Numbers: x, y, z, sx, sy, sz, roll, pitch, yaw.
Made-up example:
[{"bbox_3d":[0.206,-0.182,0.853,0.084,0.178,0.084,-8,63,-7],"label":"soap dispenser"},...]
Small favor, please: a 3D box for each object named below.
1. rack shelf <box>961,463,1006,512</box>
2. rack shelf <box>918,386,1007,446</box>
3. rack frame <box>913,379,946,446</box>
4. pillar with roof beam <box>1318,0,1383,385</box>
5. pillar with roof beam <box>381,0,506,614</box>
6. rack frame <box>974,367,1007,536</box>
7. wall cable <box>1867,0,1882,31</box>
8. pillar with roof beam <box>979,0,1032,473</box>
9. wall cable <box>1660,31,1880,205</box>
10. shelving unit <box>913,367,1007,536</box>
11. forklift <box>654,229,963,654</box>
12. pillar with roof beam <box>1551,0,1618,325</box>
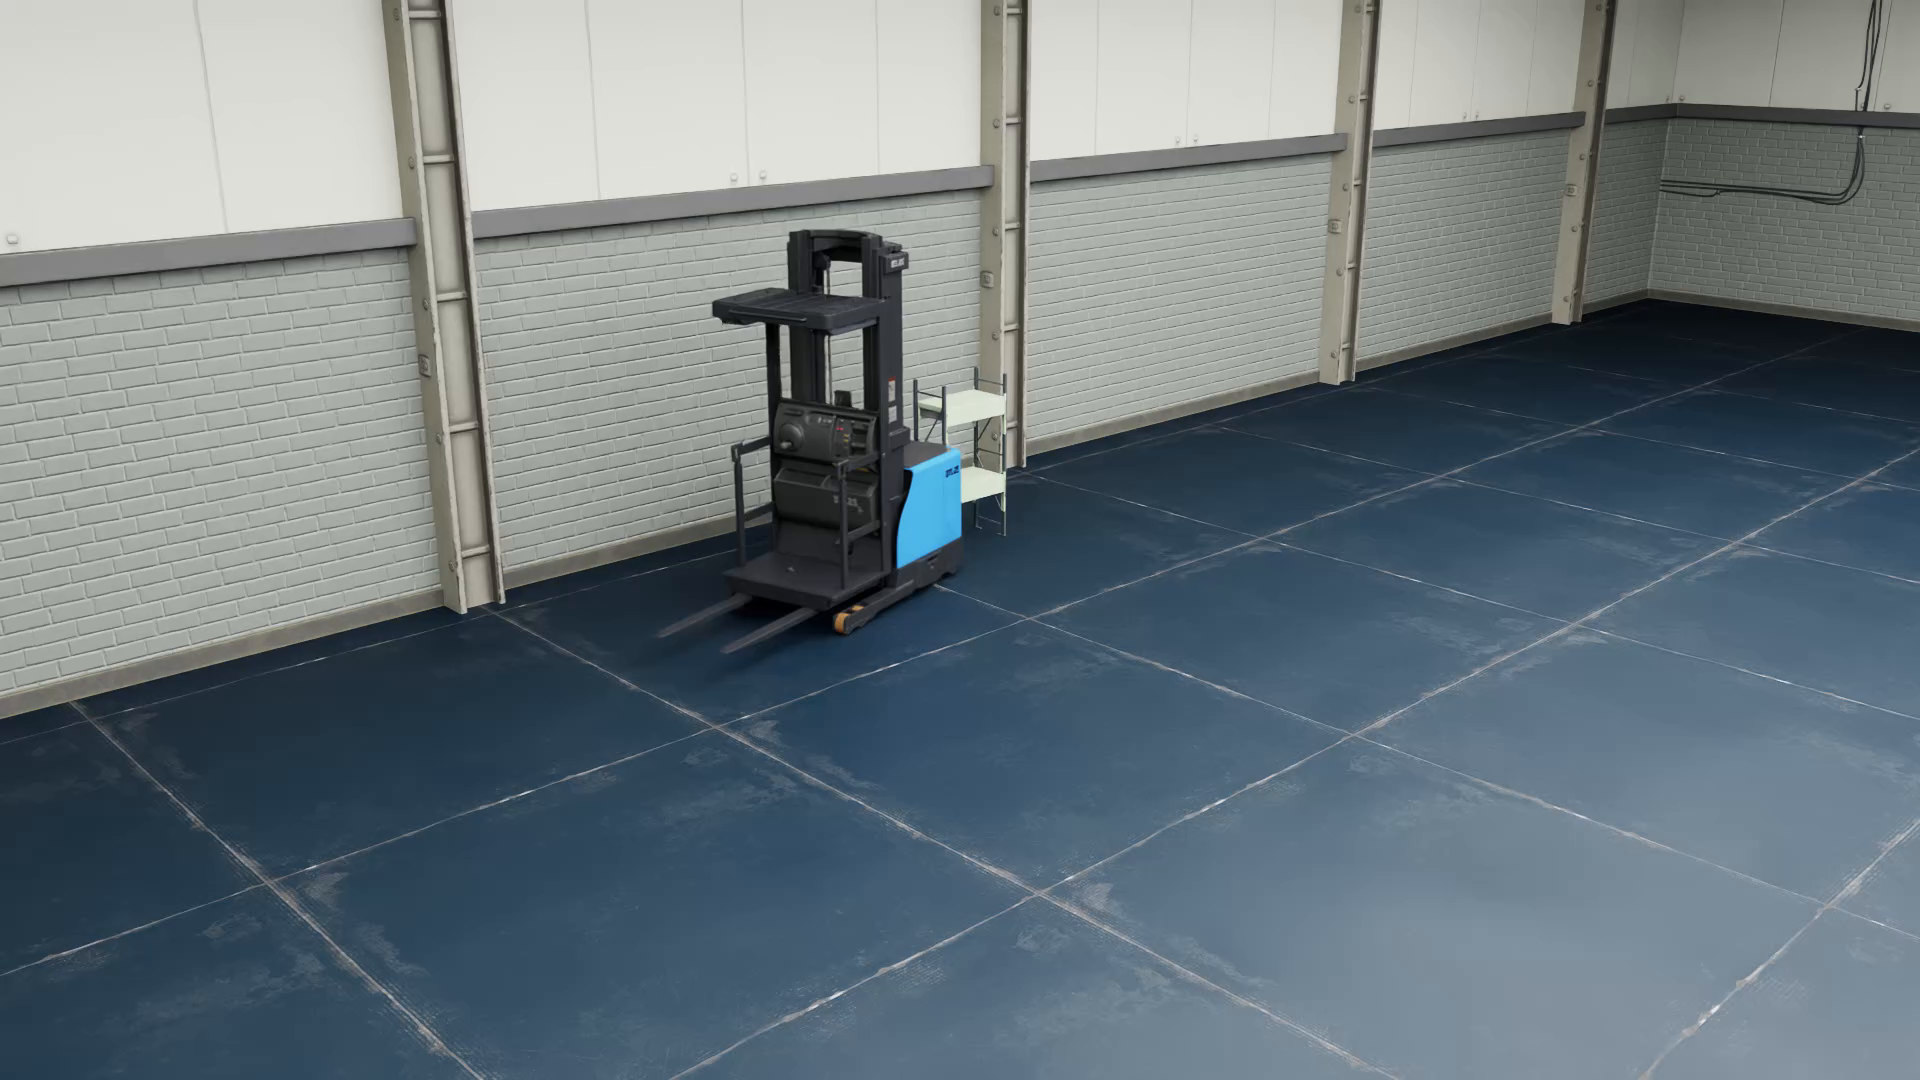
[{"bbox_3d":[0.005,-0.405,14.858,0.720,0.370,0.431,-16,24,-41],"label":"rack shelf"},{"bbox_3d":[0.005,-1.086,14.637,0.720,0.370,0.431,-16,24,-41],"label":"rack shelf"},{"bbox_3d":[-0.261,-0.637,14.519,0.023,1.500,0.400,-16,24,-41],"label":"rack frame"},{"bbox_3d":[7.762,-5.348,16.888,0.400,9.000,9.100,-16,24,-41],"label":"pillar with roof beam"},{"bbox_3d":[-0.957,-2.805,9.046,0.400,9.000,9.100,-16,24,-41],"label":"pillar with roof beam"},{"bbox_3d":[0.271,-0.792,14.997,0.023,1.500,0.400,-16,24,-41],"label":"rack frame"},{"bbox_3d":[14.072,-8.231,22.627,0.112,2.526,3.097,-16,24,-41],"label":"wall cable"},{"bbox_3d":[3.402,-4.076,12.967,0.400,9.000,9.100,-16,24,-41],"label":"pillar with roof beam"},{"bbox_3d":[12.213,-6.435,25.275,0.112,2.526,3.097,-16,24,-41],"label":"wall cable"},{"bbox_3d":[0.005,-0.715,14.758,0.755,1.500,0.431,-16,24,-41],"label":"shelving unit"},{"bbox_3d":[-1.165,-0.832,12.798,1.130,2.935,3.031,11,21,29],"label":"forklift"},{"bbox_3d":[12.122,-6.619,20.809,0.400,9.000,9.100,-16,24,-41],"label":"pillar with roof beam"}]
